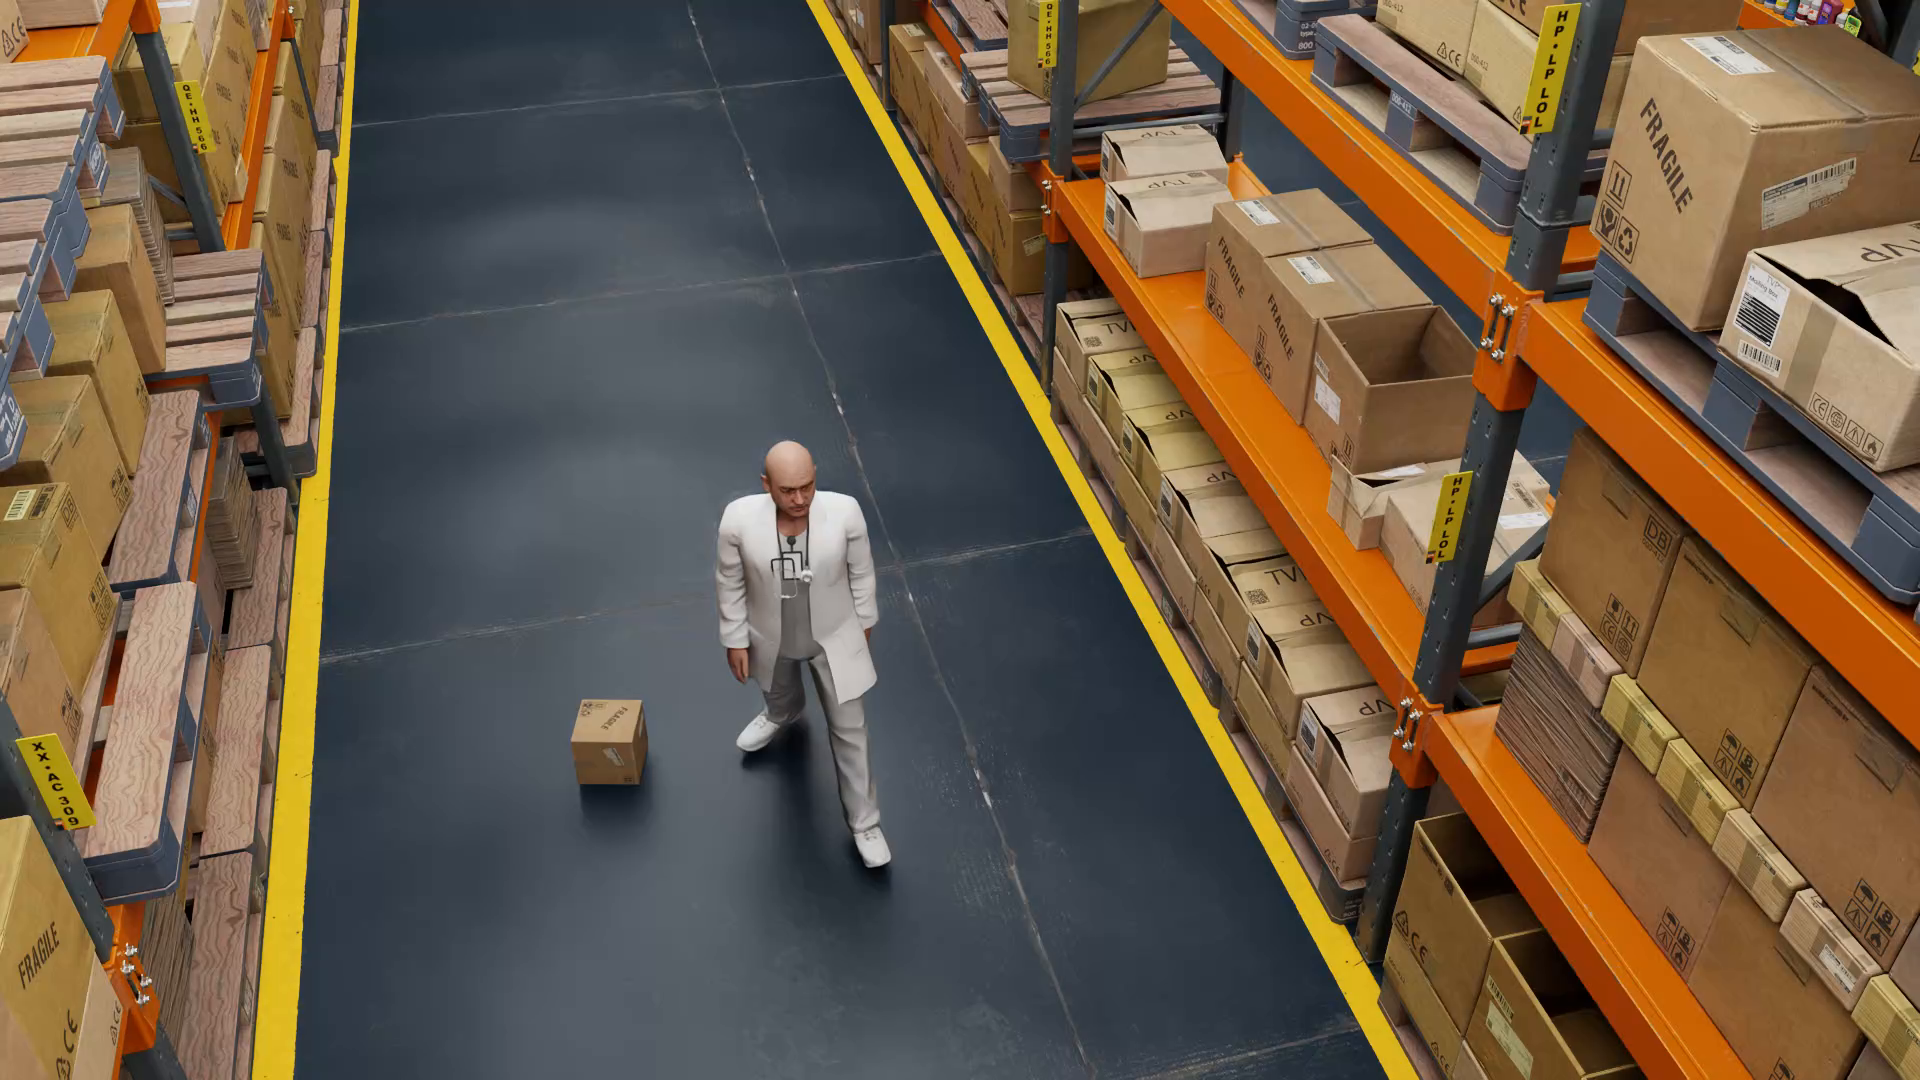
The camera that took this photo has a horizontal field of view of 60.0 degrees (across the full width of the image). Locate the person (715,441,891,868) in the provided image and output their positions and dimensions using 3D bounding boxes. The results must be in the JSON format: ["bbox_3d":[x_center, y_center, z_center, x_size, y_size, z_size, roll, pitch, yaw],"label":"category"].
[{"bbox_3d":[-0.604,0.353,6.275,0.659,1.747,0.991,-1,38,-1],"label":"person"}]
